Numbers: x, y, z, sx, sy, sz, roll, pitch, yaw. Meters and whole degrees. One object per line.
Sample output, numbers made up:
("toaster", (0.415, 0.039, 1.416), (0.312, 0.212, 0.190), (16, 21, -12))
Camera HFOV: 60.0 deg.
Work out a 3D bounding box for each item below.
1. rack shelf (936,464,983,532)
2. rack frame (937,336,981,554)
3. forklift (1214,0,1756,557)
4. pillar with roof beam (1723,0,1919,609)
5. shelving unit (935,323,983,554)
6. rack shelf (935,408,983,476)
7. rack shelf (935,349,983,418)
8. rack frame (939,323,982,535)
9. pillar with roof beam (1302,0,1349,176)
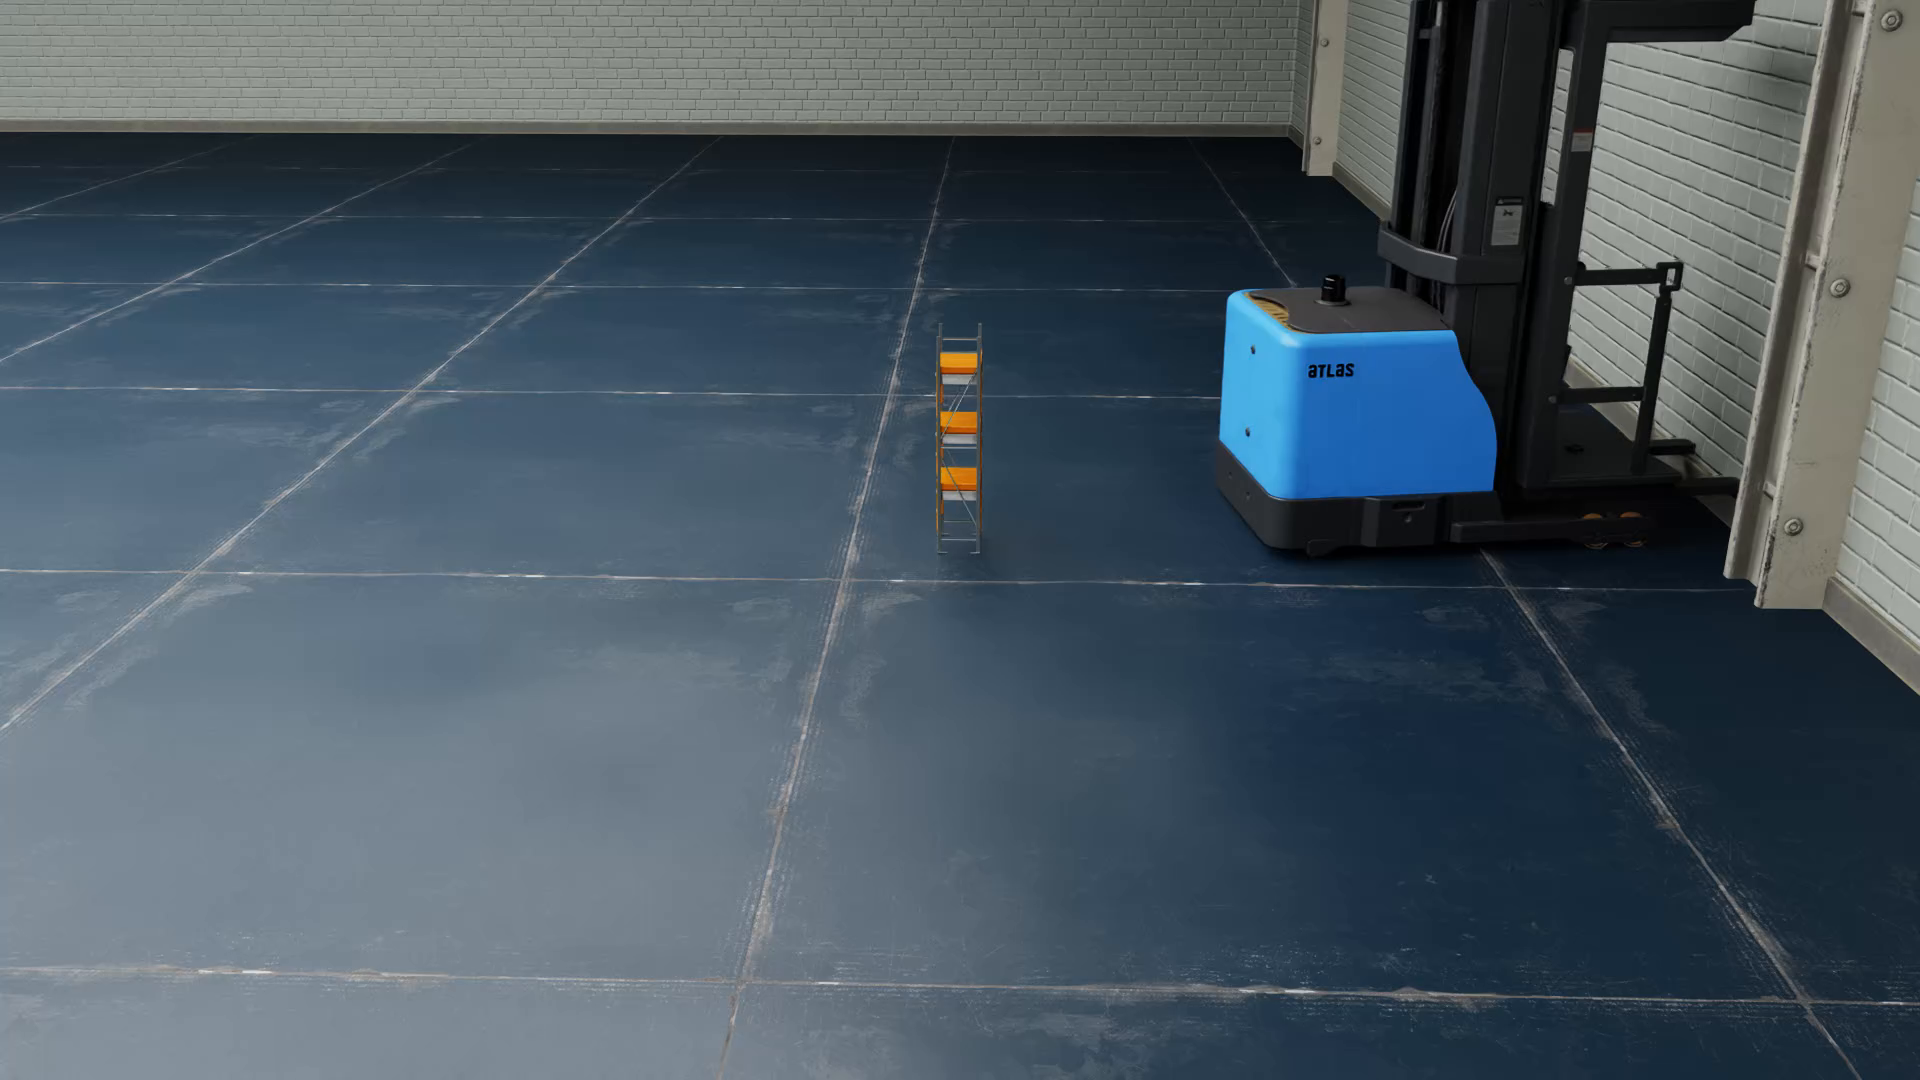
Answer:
("rack shelf", (-0.002, -0.201, 7.894), (0.215, 0.259, 0.240), (1, 21, 2))
("rack frame", (-0.005, -0.426, 7.675), (0.200, 1.050, 0.008), (1, 21, 2))
("forklift", (2.870, -1.510, 7.869), (3.031, 2.935, 1.130), (-3, 21, -7))
("pillar with roof beam", (-0.655, -4.015, 5.936), (9.100, 9.000, 0.400), (1, 21, 2))
("shelving unit", (-0.002, -0.470, 7.789), (0.215, 1.050, 0.252), (1, 21, 2))
("rack shelf", (-0.002, -0.460, 7.793), (0.215, 0.259, 0.240), (1, 21, 2))
("rack shelf", (-0.002, -0.725, 7.690), (0.215, 0.259, 0.240), (1, 21, 2))
("rack frame", (0.002, -0.514, 7.903), (0.200, 1.050, 0.008), (1, 21, 2))
("pillar with roof beam", (-0.290, -8.354, 17.118), (9.100, 9.000, 0.400), (1, 21, 2))
